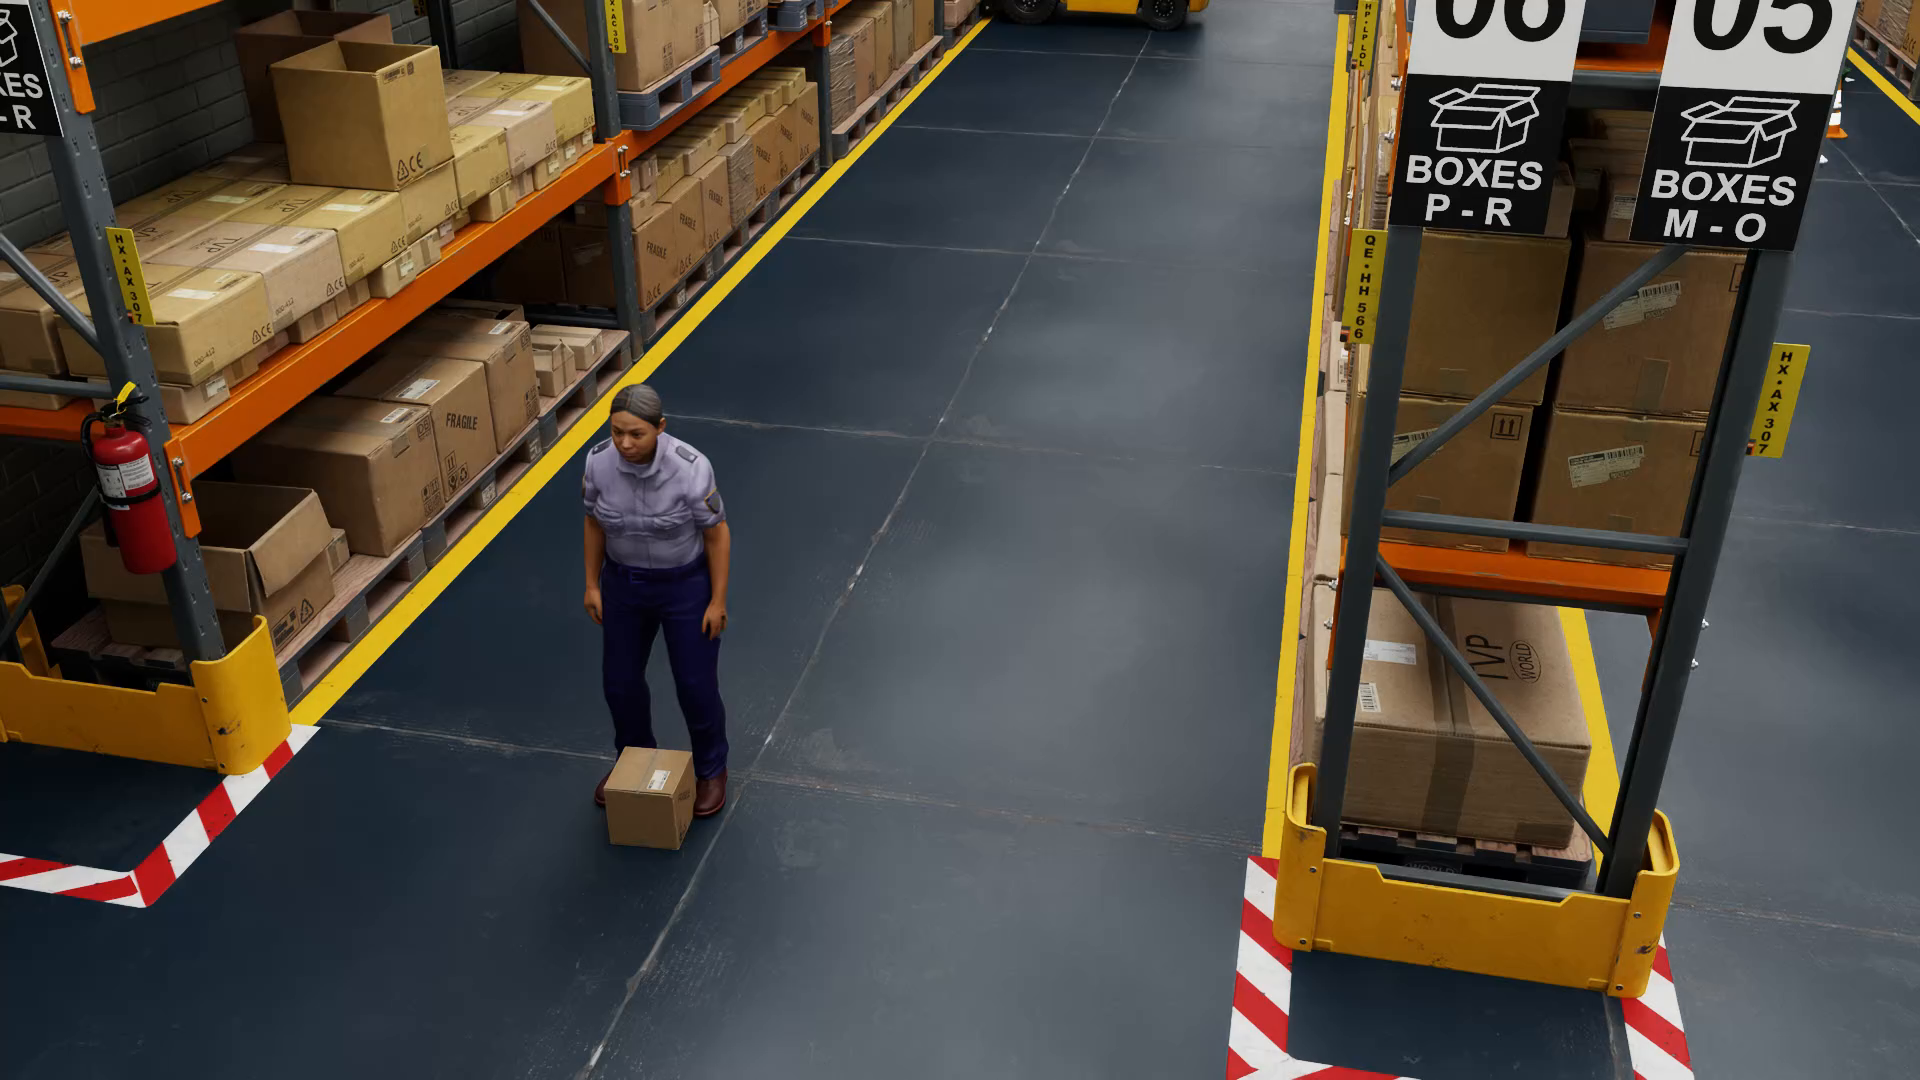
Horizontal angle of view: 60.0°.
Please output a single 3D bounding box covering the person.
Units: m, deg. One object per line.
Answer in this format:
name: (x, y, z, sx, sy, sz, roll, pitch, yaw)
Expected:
person: (-1.055, 0.192, 5.786, 0.541, 1.652, 0.368, 6, 30, 11)
